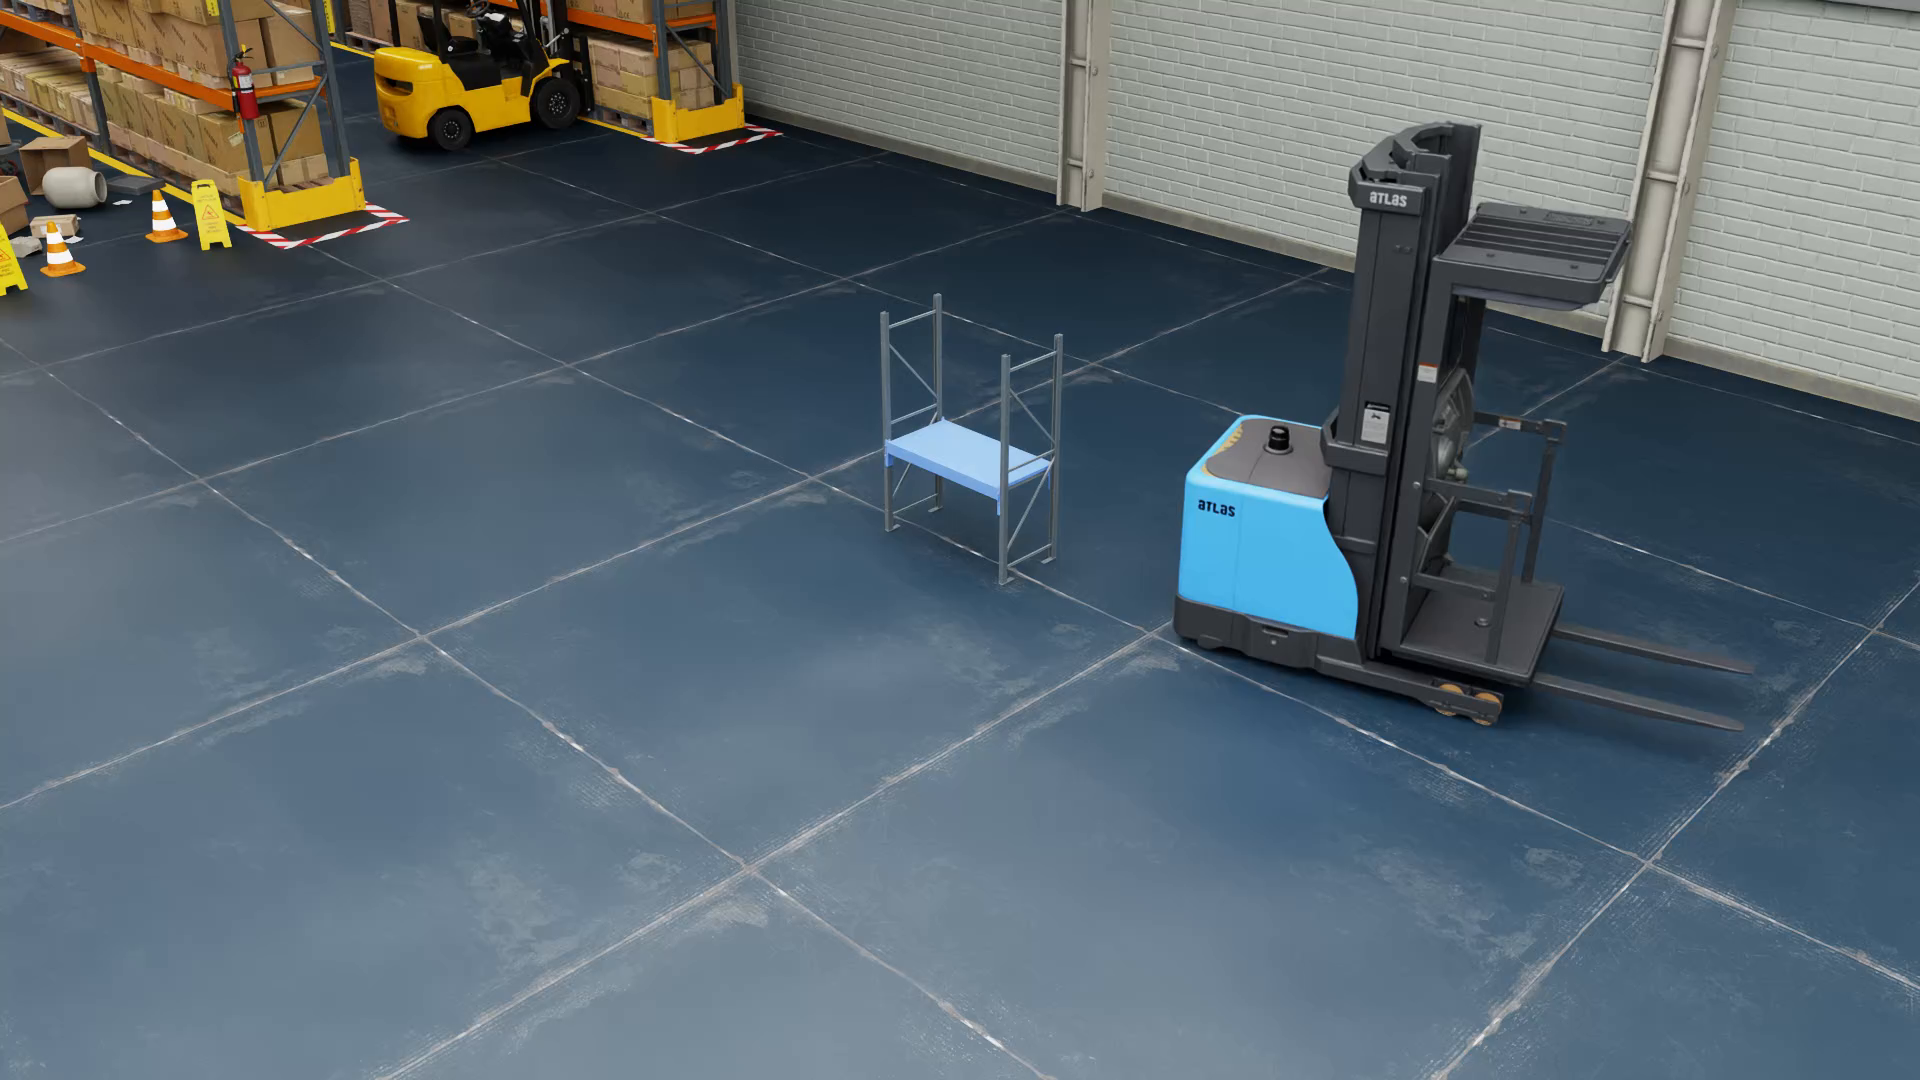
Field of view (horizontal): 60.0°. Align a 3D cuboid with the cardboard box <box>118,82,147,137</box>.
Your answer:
[{"bbox_3d":[-8.866,-4.771,18.292,0.500,0.500,0.500,-24,36,-37],"label":"cardboard box"}]

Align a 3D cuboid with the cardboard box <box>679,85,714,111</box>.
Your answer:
[{"bbox_3d":[-3.371,-5.461,20.409,0.500,0.250,0.500,25,37,39],"label":"cardboard box"}]

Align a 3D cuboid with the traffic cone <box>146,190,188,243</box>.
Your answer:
[{"bbox_3d":[-7.846,-3.207,16.346,0.334,0.463,0.336,25,36,38],"label":"traffic cone"}]

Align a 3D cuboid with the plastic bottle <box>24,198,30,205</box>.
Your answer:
[{"bbox_3d":[-9.882,-3.579,17.485,0.133,0.061,0.283,-18,33,-31],"label":"plastic bottle"}]

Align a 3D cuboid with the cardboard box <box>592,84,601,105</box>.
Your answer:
[{"bbox_3d":[-4.413,-5.616,20.703,0.500,0.250,0.500,-25,37,-39],"label":"cardboard box"}]

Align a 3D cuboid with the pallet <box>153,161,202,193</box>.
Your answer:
[{"bbox_3d":[-8.110,-4.084,18.283,1.213,0.211,1.003,25,36,38],"label":"pallet"}]

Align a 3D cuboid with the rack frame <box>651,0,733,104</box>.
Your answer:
[{"bbox_3d":[-3.158,-6.267,19.438,0.127,3.000,1.000,25,36,38],"label":"rack frame"}]

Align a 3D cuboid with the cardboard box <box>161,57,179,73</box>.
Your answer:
[{"bbox_3d":[-8.013,-4.952,17.208,0.250,0.149,0.380,24,36,38],"label":"cardboard box"}]

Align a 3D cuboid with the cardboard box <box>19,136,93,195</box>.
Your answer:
[{"bbox_3d":[-9.678,-4.017,17.843,0.500,0.500,0.500,-3,28,-5],"label":"cardboard box"}]

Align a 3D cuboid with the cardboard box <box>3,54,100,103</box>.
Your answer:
[{"bbox_3d":[-11.412,-5.825,20.971,0.625,0.372,0.950,24,36,37],"label":"cardboard box"}]

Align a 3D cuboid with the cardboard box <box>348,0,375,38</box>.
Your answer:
[{"bbox_3d":[-8.427,-7.804,24.462,0.875,0.625,0.625,-24,36,-38],"label":"cardboard box"}]

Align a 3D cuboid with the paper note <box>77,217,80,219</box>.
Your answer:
[{"bbox_3d":[-9.025,-3.292,16.993,0.123,0.001,0.032,25,36,38],"label":"paper note"}]

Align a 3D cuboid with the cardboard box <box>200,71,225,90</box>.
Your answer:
[{"bbox_3d":[-7.310,-4.604,16.546,0.250,0.149,0.380,24,36,38],"label":"cardboard box"}]

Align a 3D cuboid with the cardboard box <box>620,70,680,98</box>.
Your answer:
[{"bbox_3d":[-3.724,-5.512,19.969,0.500,0.250,0.500,24,36,38],"label":"cardboard box"}]

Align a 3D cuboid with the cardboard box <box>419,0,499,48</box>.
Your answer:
[{"bbox_3d":[-6.938,-7.129,23.178,0.625,0.625,0.875,24,36,38],"label":"cardboard box"}]

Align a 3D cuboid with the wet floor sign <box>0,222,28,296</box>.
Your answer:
[{"bbox_3d":[-8.625,-2.548,14.896,0.232,0.644,0.267,18,33,30],"label":"wet floor sign"}]

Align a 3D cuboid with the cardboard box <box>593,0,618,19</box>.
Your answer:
[{"bbox_3d":[-4.057,-6.557,19.882,0.500,0.500,0.500,-24,36,-38],"label":"cardboard box"}]

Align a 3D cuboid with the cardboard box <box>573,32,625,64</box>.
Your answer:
[{"bbox_3d":[-4.440,-6.051,20.457,0.500,0.250,0.500,-25,37,-39],"label":"cardboard box"}]

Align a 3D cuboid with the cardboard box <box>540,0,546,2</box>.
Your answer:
[{"bbox_3d":[-5.132,-7.055,20.831,0.500,0.500,0.500,24,36,38],"label":"cardboard box"}]

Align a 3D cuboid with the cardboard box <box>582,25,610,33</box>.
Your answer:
[{"bbox_3d":[-4.437,-6.396,21.113,0.500,0.250,0.500,24,36,37],"label":"cardboard box"}]

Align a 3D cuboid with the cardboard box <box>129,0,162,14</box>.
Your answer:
[{"bbox_3d":[-7.944,-5.631,16.727,0.500,0.500,0.700,24,36,38],"label":"cardboard box"}]

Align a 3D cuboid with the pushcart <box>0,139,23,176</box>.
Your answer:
[{"bbox_3d":[-11.051,-3.990,17.925,0.936,0.377,1.648,12,30,22],"label":"pushcart"}]

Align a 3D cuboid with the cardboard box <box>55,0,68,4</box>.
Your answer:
[{"bbox_3d":[-9.978,-6.360,18.737,0.500,0.500,0.500,24,36,38],"label":"cardboard box"}]

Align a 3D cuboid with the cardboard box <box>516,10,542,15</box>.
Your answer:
[{"bbox_3d":[-5.524,-6.887,22.046,0.500,0.250,0.500,-24,36,-38],"label":"cardboard box"}]

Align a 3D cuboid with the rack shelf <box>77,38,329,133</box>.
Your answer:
[{"bbox_3d":[-8.062,-4.952,17.712,4.000,0.370,1.077,25,36,38],"label":"rack shelf"}]

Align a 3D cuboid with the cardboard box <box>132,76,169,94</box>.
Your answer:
[{"bbox_3d":[-8.647,-4.914,17.867,0.380,0.149,0.250,-23,35,-36],"label":"cardboard box"}]

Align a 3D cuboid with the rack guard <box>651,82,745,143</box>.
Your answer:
[{"bbox_3d":[-3.141,-5.152,20.005,0.348,0.500,1.175,25,36,38],"label":"rack guard"}]

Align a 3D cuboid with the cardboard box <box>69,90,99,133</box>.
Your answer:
[{"bbox_3d":[-9.863,-5.116,19.623,0.950,0.372,0.625,-25,37,-39],"label":"cardboard box"}]

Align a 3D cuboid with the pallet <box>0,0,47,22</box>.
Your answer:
[{"bbox_3d":[-10.900,-6.511,20.109,1.213,0.211,1.003,25,36,38],"label":"pallet"}]

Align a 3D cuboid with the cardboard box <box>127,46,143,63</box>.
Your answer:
[{"bbox_3d":[-8.582,-5.182,17.646,0.250,0.149,0.380,25,37,39],"label":"cardboard box"}]

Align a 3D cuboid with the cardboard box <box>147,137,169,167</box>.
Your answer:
[{"bbox_3d":[-8.488,-4.267,18.139,0.500,0.250,0.500,24,36,38],"label":"cardboard box"}]

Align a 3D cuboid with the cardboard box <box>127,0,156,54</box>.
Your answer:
[{"bbox_3d":[-8.272,-5.381,17.326,0.500,0.500,0.500,-25,37,-39],"label":"cardboard box"}]

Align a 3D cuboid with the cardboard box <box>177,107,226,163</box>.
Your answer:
[{"bbox_3d":[-7.764,-4.263,17.325,0.500,0.500,0.500,-24,36,-37],"label":"cardboard box"}]

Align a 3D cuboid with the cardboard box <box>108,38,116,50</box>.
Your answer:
[{"bbox_3d":[-9.061,-5.461,18.176,0.250,0.149,0.380,24,36,38],"label":"cardboard box"}]

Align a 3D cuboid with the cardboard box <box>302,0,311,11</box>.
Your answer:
[{"bbox_3d":[-9.664,-8.190,25.330,0.500,0.500,0.500,24,36,38],"label":"cardboard box"}]

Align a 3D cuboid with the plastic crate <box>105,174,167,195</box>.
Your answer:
[{"bbox_3d":[-8.943,-3.847,17.973,0.583,0.080,0.402,12,30,22],"label":"plastic crate"}]

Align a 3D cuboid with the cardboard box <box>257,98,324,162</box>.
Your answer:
[{"bbox_3d":[-7.034,-4.281,17.360,0.500,0.500,0.500,23,36,37],"label":"cardboard box"}]

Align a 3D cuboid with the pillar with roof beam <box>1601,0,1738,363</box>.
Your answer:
[{"bbox_3d":[2.516,-4.104,8.879,0.400,9.000,9.100,25,36,38],"label":"pillar with roof beam"}]

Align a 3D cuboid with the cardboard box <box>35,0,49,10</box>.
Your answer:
[{"bbox_3d":[-10.433,-6.238,19.203,0.250,0.149,0.380,24,36,38],"label":"cardboard box"}]

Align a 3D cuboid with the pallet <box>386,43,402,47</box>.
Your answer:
[{"bbox_3d":[-7.437,-6.963,23.759,1.213,0.211,1.003,25,36,38],"label":"pallet"}]

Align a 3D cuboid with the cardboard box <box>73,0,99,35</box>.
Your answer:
[{"bbox_3d":[-9.369,-5.863,18.244,0.500,0.500,0.500,24,36,38],"label":"cardboard box"}]

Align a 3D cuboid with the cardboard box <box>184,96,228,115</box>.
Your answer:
[{"bbox_3d":[-7.698,-4.478,17.038,0.380,0.149,0.250,-24,36,-38],"label":"cardboard box"}]

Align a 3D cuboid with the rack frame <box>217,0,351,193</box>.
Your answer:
[{"bbox_3d":[-6.635,-4.618,16.303,0.127,3.000,1.000,25,36,38],"label":"rack frame"}]

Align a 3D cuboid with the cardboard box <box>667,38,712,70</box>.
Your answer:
[{"bbox_3d":[-3.368,-5.898,20.165,0.500,0.250,0.500,24,36,38],"label":"cardboard box"}]

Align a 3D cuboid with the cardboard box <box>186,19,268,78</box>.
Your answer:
[{"bbox_3d":[-7.216,-4.880,16.373,0.500,0.500,0.500,24,36,38],"label":"cardboard box"}]

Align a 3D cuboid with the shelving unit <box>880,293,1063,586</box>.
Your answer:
[{"bbox_3d":[0.061,-0.636,10.341,1.048,1.500,0.538,25,36,38],"label":"shelving unit"}]

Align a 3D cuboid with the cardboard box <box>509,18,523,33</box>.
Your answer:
[{"bbox_3d":[-5.528,-6.551,21.408,0.500,0.250,0.500,25,36,38],"label":"cardboard box"}]

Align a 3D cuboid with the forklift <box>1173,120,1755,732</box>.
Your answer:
[{"bbox_3d":[2.781,-0.595,8.725,3.031,2.935,1.130,14,31,24],"label":"forklift"}]

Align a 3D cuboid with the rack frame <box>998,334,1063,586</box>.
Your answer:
[{"bbox_3d":[0.423,-0.470,10.026,0.032,1.500,0.500,25,36,38],"label":"rack frame"}]

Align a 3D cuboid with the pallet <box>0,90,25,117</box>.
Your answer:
[{"bbox_3d":[-11.784,-5.739,21.430,1.213,0.211,1.003,25,36,38],"label":"pallet"}]

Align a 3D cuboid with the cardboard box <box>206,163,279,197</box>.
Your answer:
[{"bbox_3d":[-7.418,-3.769,17.192,0.500,0.250,0.500,24,36,38],"label":"cardboard box"}]
